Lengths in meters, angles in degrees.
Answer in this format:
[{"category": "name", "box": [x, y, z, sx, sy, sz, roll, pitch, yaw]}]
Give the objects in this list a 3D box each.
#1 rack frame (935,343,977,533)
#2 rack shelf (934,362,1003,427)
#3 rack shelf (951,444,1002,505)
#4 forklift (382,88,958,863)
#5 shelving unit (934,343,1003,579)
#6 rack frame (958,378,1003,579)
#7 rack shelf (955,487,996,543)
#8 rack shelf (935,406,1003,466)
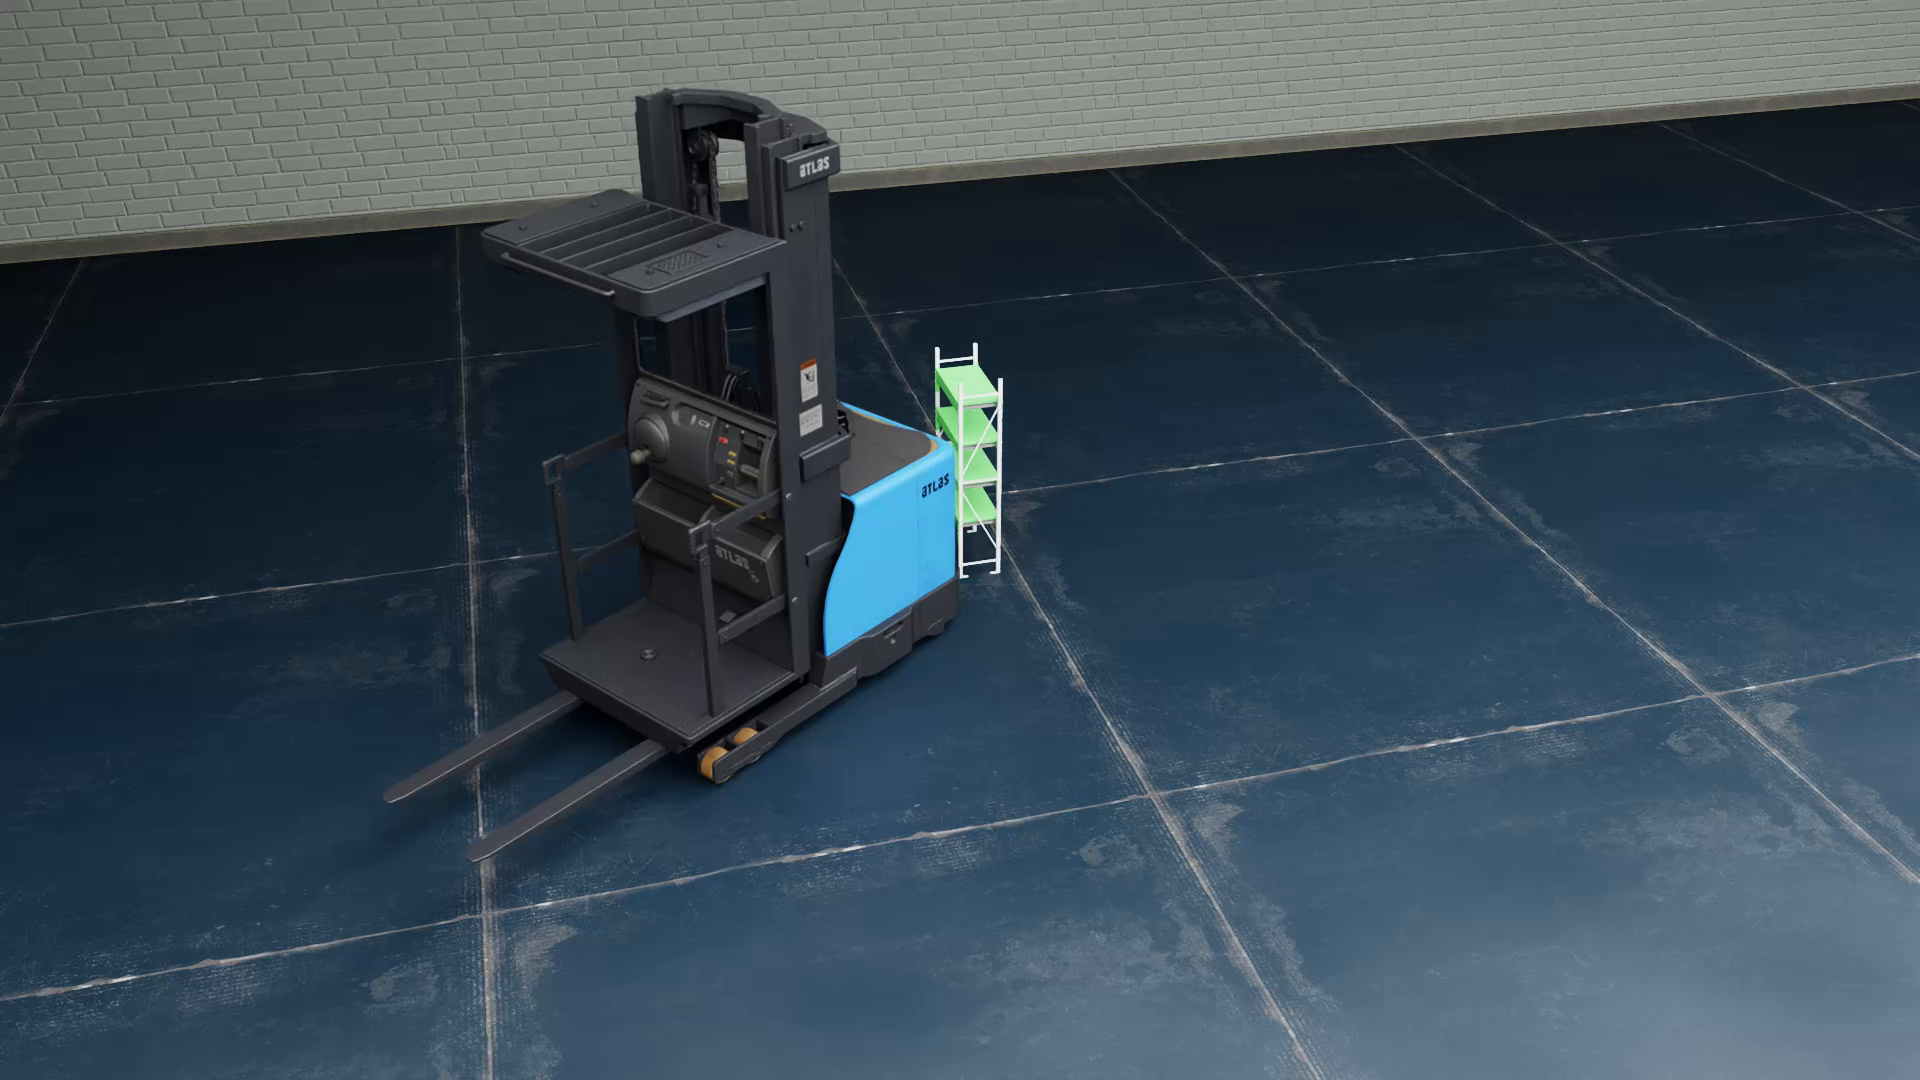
[{"category": "rack frame", "box": [-0.021, -0.557, 9.515, 0.240, 1.200, 0.015, -8, 31, -13]}, {"category": "rack shelf", "box": [0.044, -0.799, 9.103, 0.258, 0.148, 0.480, -8, 31, -13]}, {"category": "rack shelf", "box": [0.044, -0.384, 9.343, 0.258, 0.148, 0.480, -8, 31, -13]}, {"category": "forklift", "box": [-1.334, -0.415, 7.541, 1.130, 2.935, 3.031, 22, 37, 33]}, {"category": "shelving unit", "box": [0.044, -0.439, 9.311, 0.258, 1.200, 0.503, -8, 31, -13]}, {"category": "rack frame", "box": [0.109, -0.321, 9.108, 0.240, 1.200, 0.015, -8, 31, -13]}, {"category": "rack shelf", "box": [0.044, -0.176, 9.464, 0.258, 0.148, 0.480, -8, 31, -13]}, {"category": "rack shelf", "box": [0.044, -0.592, 9.223, 0.258, 0.148, 0.480, -8, 31, -13]}]
